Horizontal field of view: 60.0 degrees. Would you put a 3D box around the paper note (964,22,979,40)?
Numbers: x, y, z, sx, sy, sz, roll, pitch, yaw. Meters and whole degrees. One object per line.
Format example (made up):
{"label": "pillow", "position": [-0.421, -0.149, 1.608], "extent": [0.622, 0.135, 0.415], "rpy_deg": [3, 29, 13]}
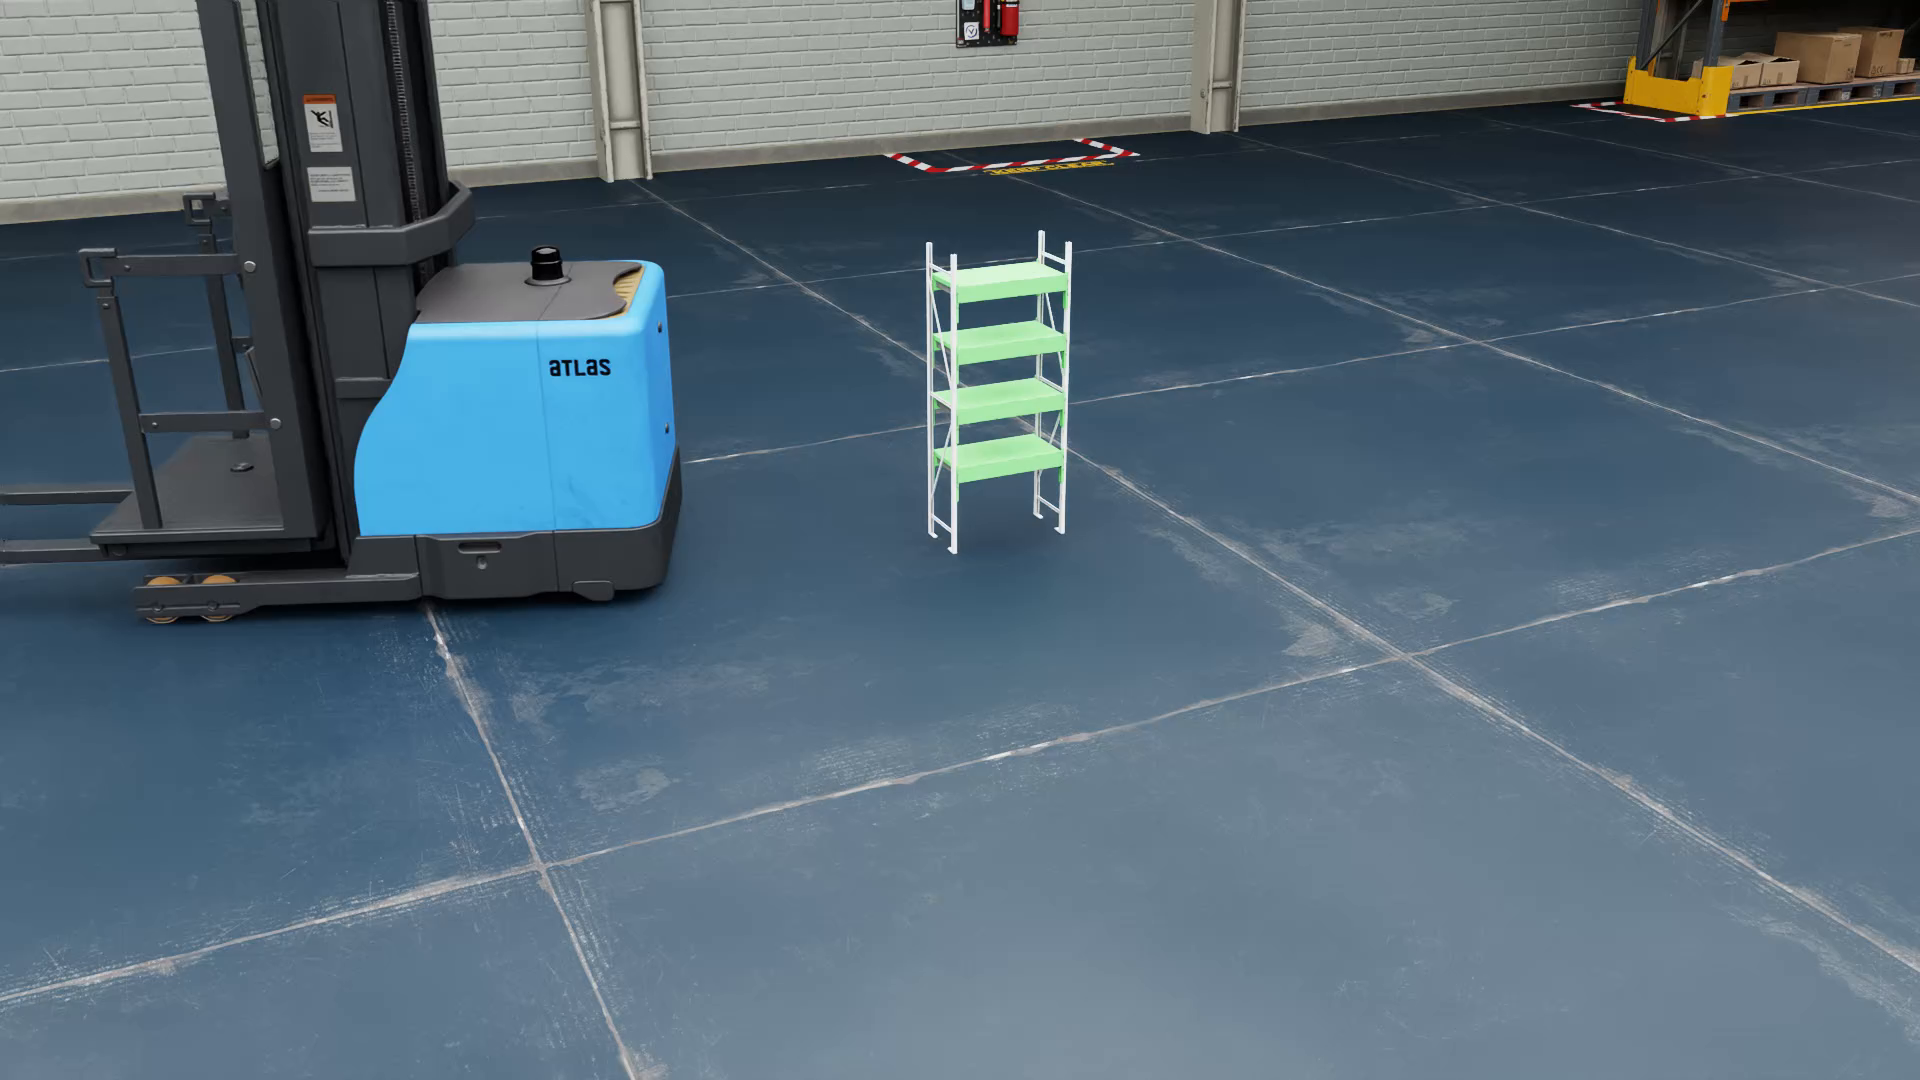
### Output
{"label": "paper note", "position": [0.108, -4.679, 15.284], "extent": [0.142, 0.148, 0.016], "rpy_deg": [-10, 25, -24]}

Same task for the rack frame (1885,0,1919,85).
{"label": "rack frame", "position": [11.295, -6.733, 19.094], "extent": [0.127, 3.000, 1.000], "rpy_deg": [-10, 25, -24]}

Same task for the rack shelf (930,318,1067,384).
{"label": "rack shelf", "position": [0.149, -0.745, 6.519], "extent": [0.480, 0.148, 0.258], "rpy_deg": [-10, 25, -24]}

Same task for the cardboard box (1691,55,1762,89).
{"label": "cardboard box", "position": [8.354, -5.114, 18.124], "extent": [0.500, 0.311, 0.500], "rpy_deg": [-14, 26, -30]}

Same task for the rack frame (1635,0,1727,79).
{"label": "rack frame", "position": [7.691, -6.070, 17.491], "extent": [0.127, 3.000, 1.000], "rpy_deg": [-10, 25, -24]}

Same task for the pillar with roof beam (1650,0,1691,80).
{"label": "pillar with roof beam", "position": [9.814, -7.772, 13.760], "extent": [0.400, 9.000, 9.100], "rpy_deg": [-10, 25, -24]}

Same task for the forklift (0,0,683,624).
{"label": "forklift", "position": [-2.645, -1.262, 5.966], "extent": [3.031, 2.935, 1.130], "rpy_deg": [-2, 23, -4]}

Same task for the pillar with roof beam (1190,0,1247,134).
{"label": "pillar with roof beam", "position": [4.407, -6.777, 11.356], "extent": [0.400, 9.000, 9.100], "rpy_deg": [-10, 25, -24]}

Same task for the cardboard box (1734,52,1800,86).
{"label": "cardboard box", "position": [8.867, -5.209, 18.352], "extent": [0.500, 0.311, 0.500], "rpy_deg": [-8, 24, -19]}

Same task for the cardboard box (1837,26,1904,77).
{"label": "cardboard box", "position": [10.377, -5.595, 19.039], "extent": [0.500, 0.500, 0.500], "rpy_deg": [-12, 26, -28]}

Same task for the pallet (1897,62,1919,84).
{"label": "pallet", "position": [11.996, -5.574, 19.941], "extent": [1.213, 0.211, 1.003], "rpy_deg": [-10, 25, -24]}

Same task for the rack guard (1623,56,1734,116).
{"label": "rack guard", "position": [7.760, -4.927, 18.000], "extent": [0.348, 0.500, 1.175], "rpy_deg": [-10, 25, -24]}

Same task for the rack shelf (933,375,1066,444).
{"label": "rack shelf", "position": [0.149, -0.523, 6.611], "extent": [0.480, 0.148, 0.258], "rpy_deg": [-10, 25, -24]}

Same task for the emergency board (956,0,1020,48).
{"label": "emergency board", "position": [0.297, -5.092, 15.129], "extent": [0.643, 1.169, 0.194], "rpy_deg": [-10, 25, -24]}

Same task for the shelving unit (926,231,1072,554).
{"label": "shelving unit", "position": [0.149, -0.582, 6.587], "extent": [0.503, 1.200, 0.258], "rpy_deg": [-10, 25, -24]}

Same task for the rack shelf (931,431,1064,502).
{"label": "rack shelf", "position": [0.149, -0.301, 6.703], "extent": [0.480, 0.148, 0.258], "rpy_deg": [-10, 25, -24]}

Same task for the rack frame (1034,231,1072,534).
{"label": "rack frame", "position": [0.369, -0.622, 6.685], "extent": [0.015, 1.200, 0.240], "rpy_deg": [-10, 25, -24]}

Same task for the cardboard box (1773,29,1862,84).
{"label": "cardboard box", "position": [9.550, -5.401, 18.568], "extent": [0.500, 0.500, 0.700], "rpy_deg": [-12, 25, -27]}

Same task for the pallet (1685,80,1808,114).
{"label": "pallet", "position": [8.507, -4.916, 18.351], "extent": [1.213, 0.211, 1.003], "rpy_deg": [-10, 25, -24]}

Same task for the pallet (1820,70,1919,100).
{"label": "pallet", "position": [10.705, -5.321, 19.329], "extent": [1.213, 0.211, 1.003], "rpy_deg": [-10, 25, -24]}

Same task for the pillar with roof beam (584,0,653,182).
{"label": "pillar with roof beam", "position": [-0.999, -5.782, 8.952], "extent": [0.400, 9.000, 9.100], "rpy_deg": [-10, 25, -24]}

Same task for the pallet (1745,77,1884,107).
{"label": "pallet", "position": [9.605, -5.117, 18.836], "extent": [1.213, 0.211, 1.003], "rpy_deg": [-10, 25, -24]}

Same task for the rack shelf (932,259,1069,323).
{"label": "rack shelf", "position": [0.149, -0.966, 6.428], "extent": [0.480, 0.148, 0.258], "rpy_deg": [-10, 25, -24]}

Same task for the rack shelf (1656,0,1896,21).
{"label": "rack shelf", "position": [9.493, -6.069, 18.430], "extent": [4.000, 0.370, 1.077], "rpy_deg": [-10, 25, -24]}

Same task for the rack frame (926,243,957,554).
{"label": "rack frame", "position": [-0.071, -0.541, 6.489], "extent": [0.015, 1.200, 0.240], "rpy_deg": [-10, 25, -24]}

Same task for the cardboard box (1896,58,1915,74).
{"label": "cardboard box", "position": [10.826, -5.528, 19.312], "extent": [0.250, 0.166, 0.380], "rpy_deg": [-14, 26, -30]}
